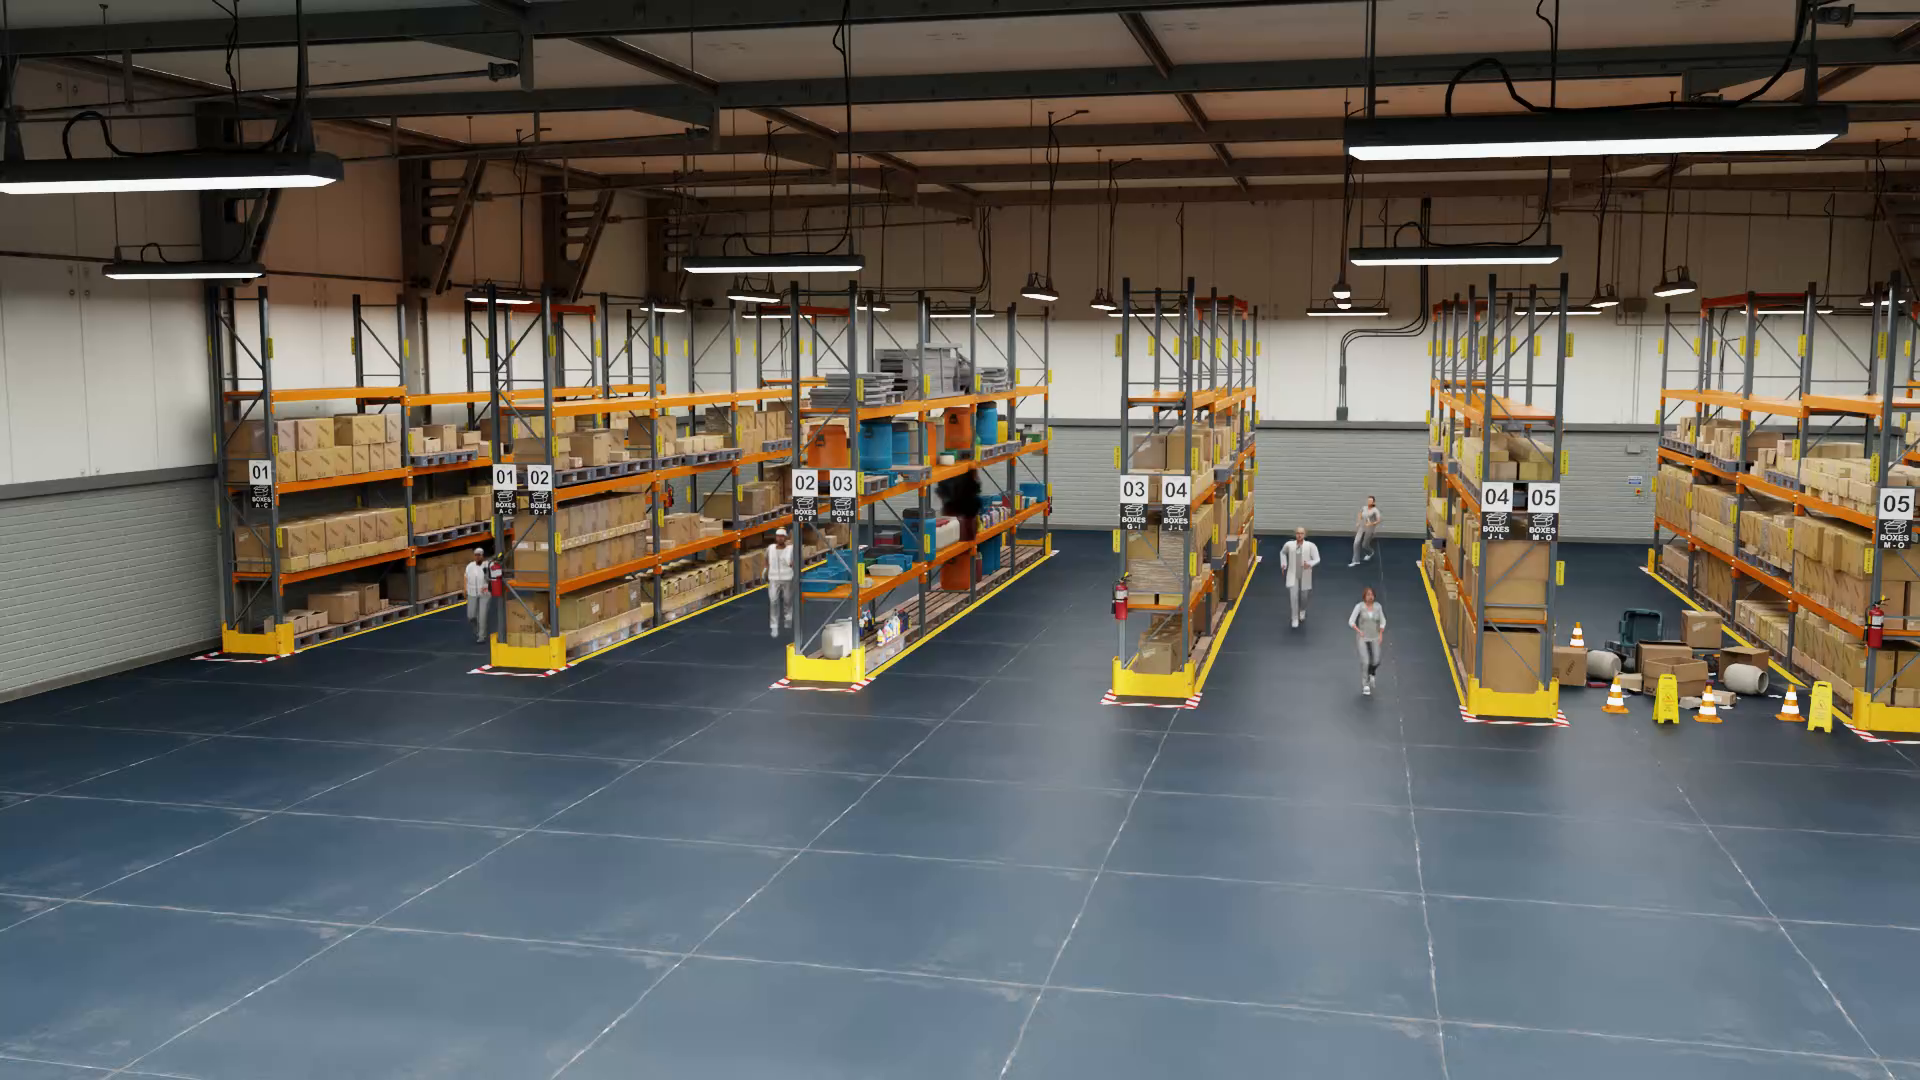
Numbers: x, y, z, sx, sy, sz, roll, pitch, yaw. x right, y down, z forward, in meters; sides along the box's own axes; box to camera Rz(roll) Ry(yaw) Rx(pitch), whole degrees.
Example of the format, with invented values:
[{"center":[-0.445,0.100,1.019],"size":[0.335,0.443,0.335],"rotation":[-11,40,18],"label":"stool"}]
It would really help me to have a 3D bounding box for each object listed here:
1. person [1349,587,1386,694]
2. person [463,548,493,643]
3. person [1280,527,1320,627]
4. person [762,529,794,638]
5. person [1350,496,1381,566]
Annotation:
[{"center":[5.918,1.507,24.155],"size":[0.543,1.475,0.530],"rotation":[0,7,4],"label":"person"},{"center":[-8.205,0.947,28.424],"size":[0.607,1.603,0.551],"rotation":[0,7,-1],"label":"person"},{"center":[6.140,0.648,30.120],"size":[0.728,1.762,1.033],"rotation":[2,7,14],"label":"person"},{"center":[-3.071,0.711,28.564],"size":[0.671,1.815,0.897],"rotation":[0,7,-1],"label":"person"},{"center":[9.442,-0.083,38.472],"size":[0.604,1.408,0.750],"rotation":[6,9,42],"label":"person"}]
